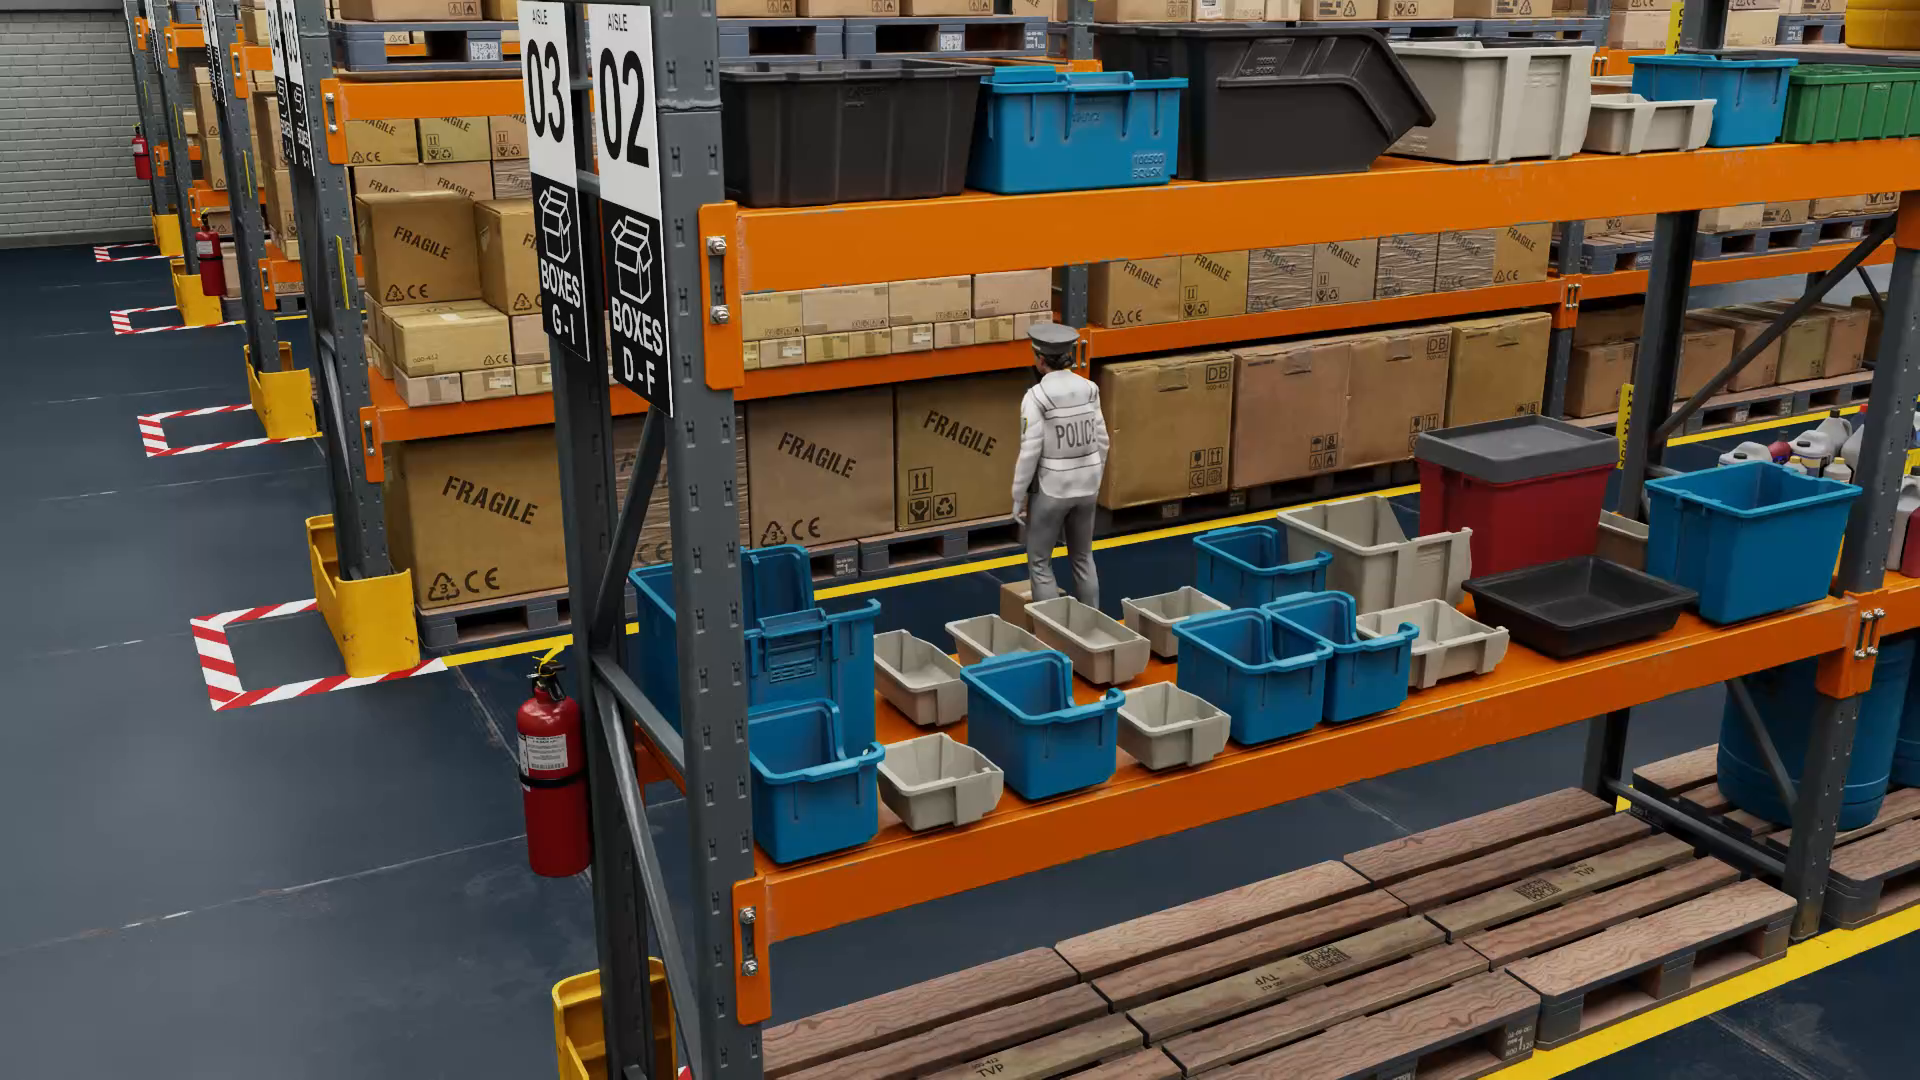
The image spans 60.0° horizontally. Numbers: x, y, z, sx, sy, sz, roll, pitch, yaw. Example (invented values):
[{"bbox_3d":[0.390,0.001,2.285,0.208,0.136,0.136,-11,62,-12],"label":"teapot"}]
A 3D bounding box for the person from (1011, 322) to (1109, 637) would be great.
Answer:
[{"bbox_3d":[0.493,-0.234,8.248,0.547,1.666,0.371,-11,22,-30],"label":"person"}]
